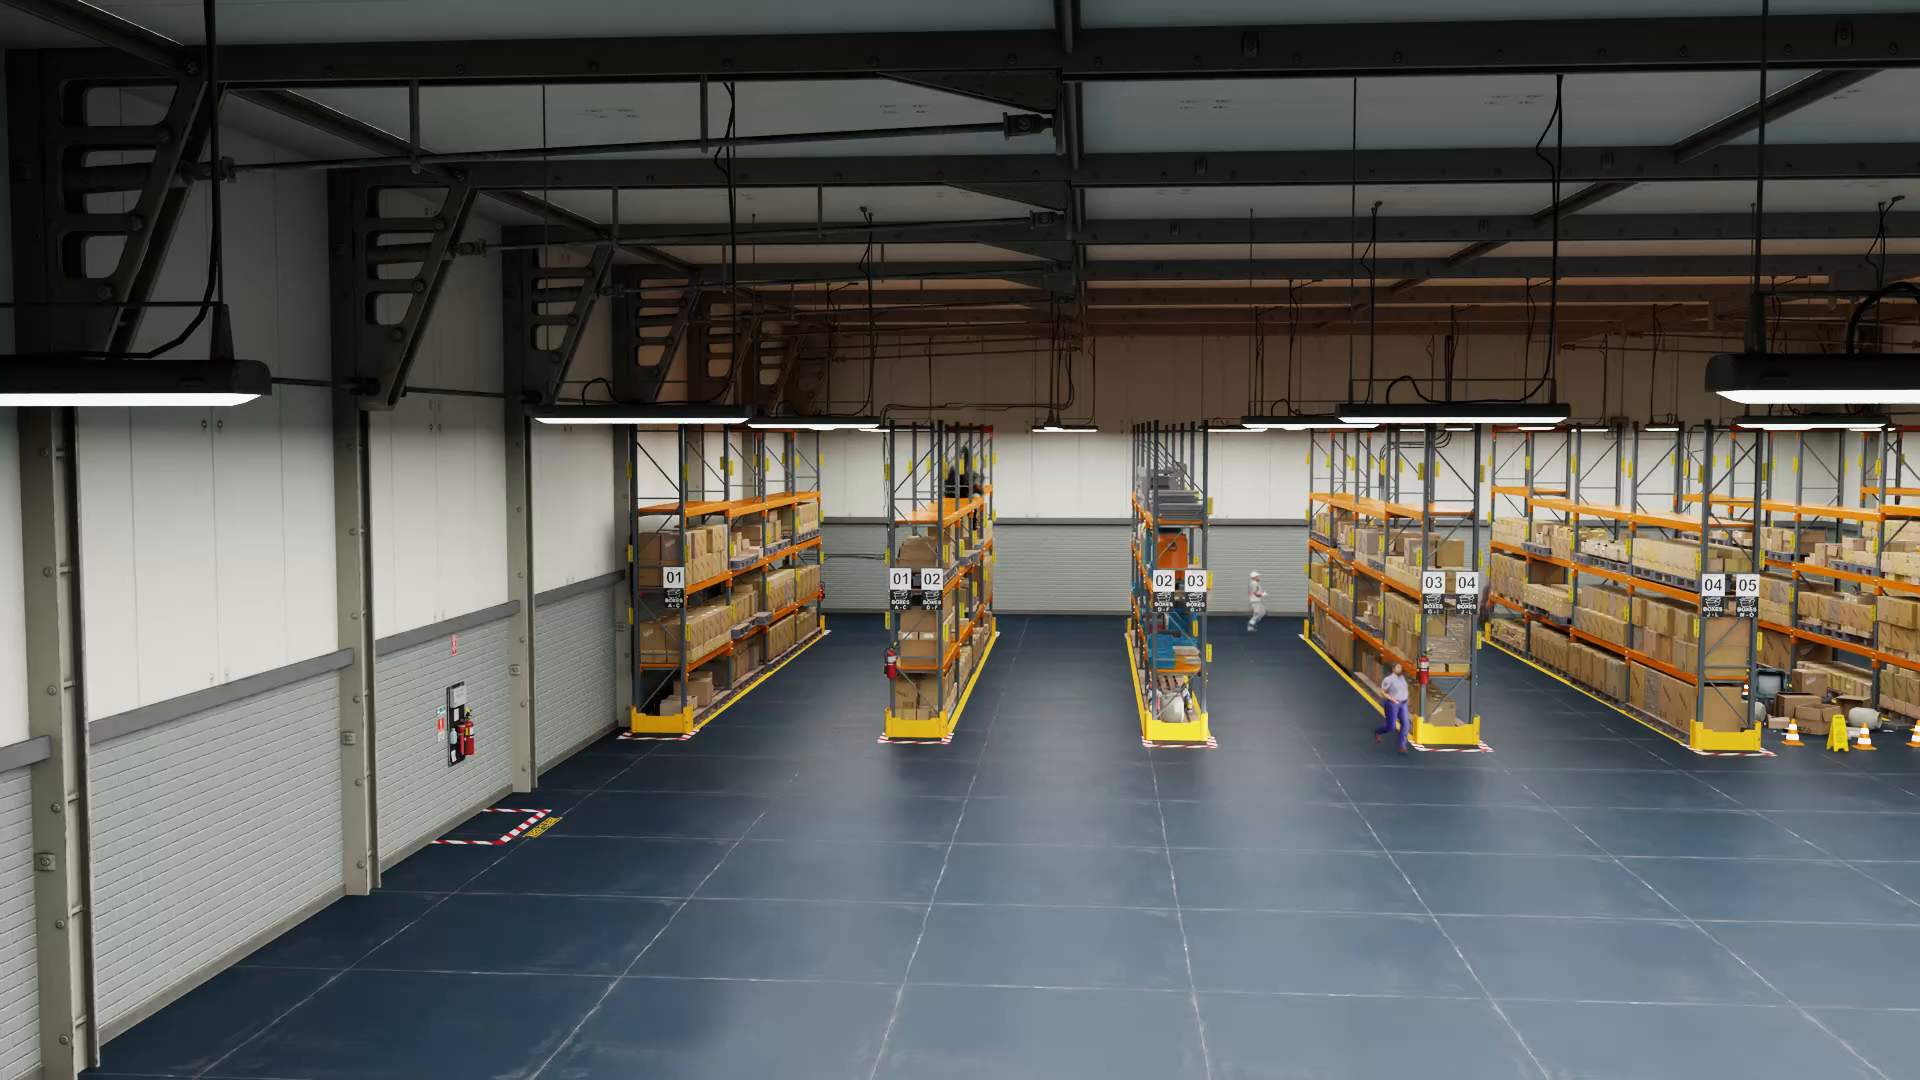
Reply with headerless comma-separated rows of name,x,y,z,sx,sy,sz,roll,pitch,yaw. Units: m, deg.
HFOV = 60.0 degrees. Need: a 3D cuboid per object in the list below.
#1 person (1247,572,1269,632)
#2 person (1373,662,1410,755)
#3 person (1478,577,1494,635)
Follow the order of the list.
person,8.609,1.794,48.061,0.612,1.759,0.639,0,4,6
person,7.878,3.019,30.128,0.611,1.640,0.854,-2,4,-25
person,15.095,1.863,47.318,0.691,1.709,0.750,-1,4,-8
